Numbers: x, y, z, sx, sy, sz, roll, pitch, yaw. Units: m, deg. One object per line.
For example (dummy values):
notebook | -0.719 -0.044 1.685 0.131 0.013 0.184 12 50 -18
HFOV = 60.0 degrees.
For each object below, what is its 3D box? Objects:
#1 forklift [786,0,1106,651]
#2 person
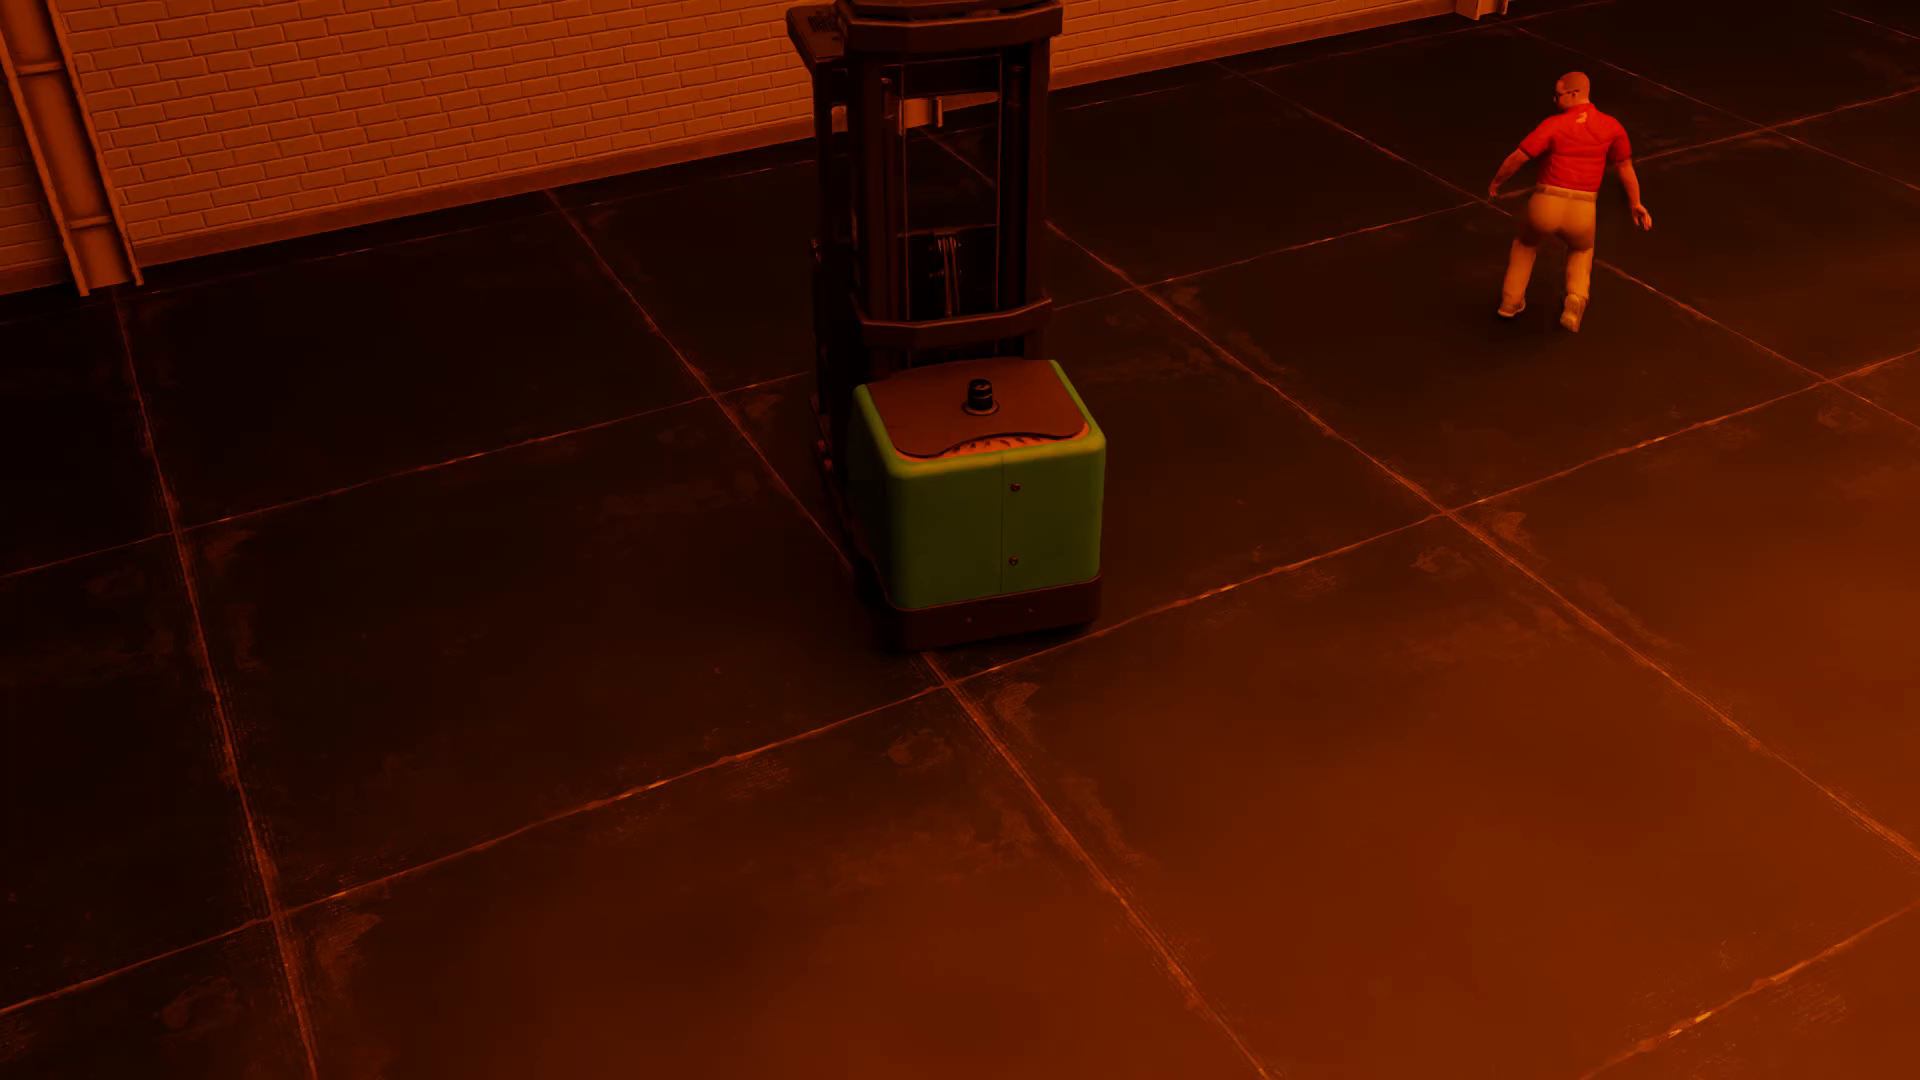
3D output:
forklift | -0.196 -1.525 8.281 1.130 2.935 3.031 -9 36 -12
person | 3.782 -2.055 10.290 0.964 1.586 0.539 5 36 7
